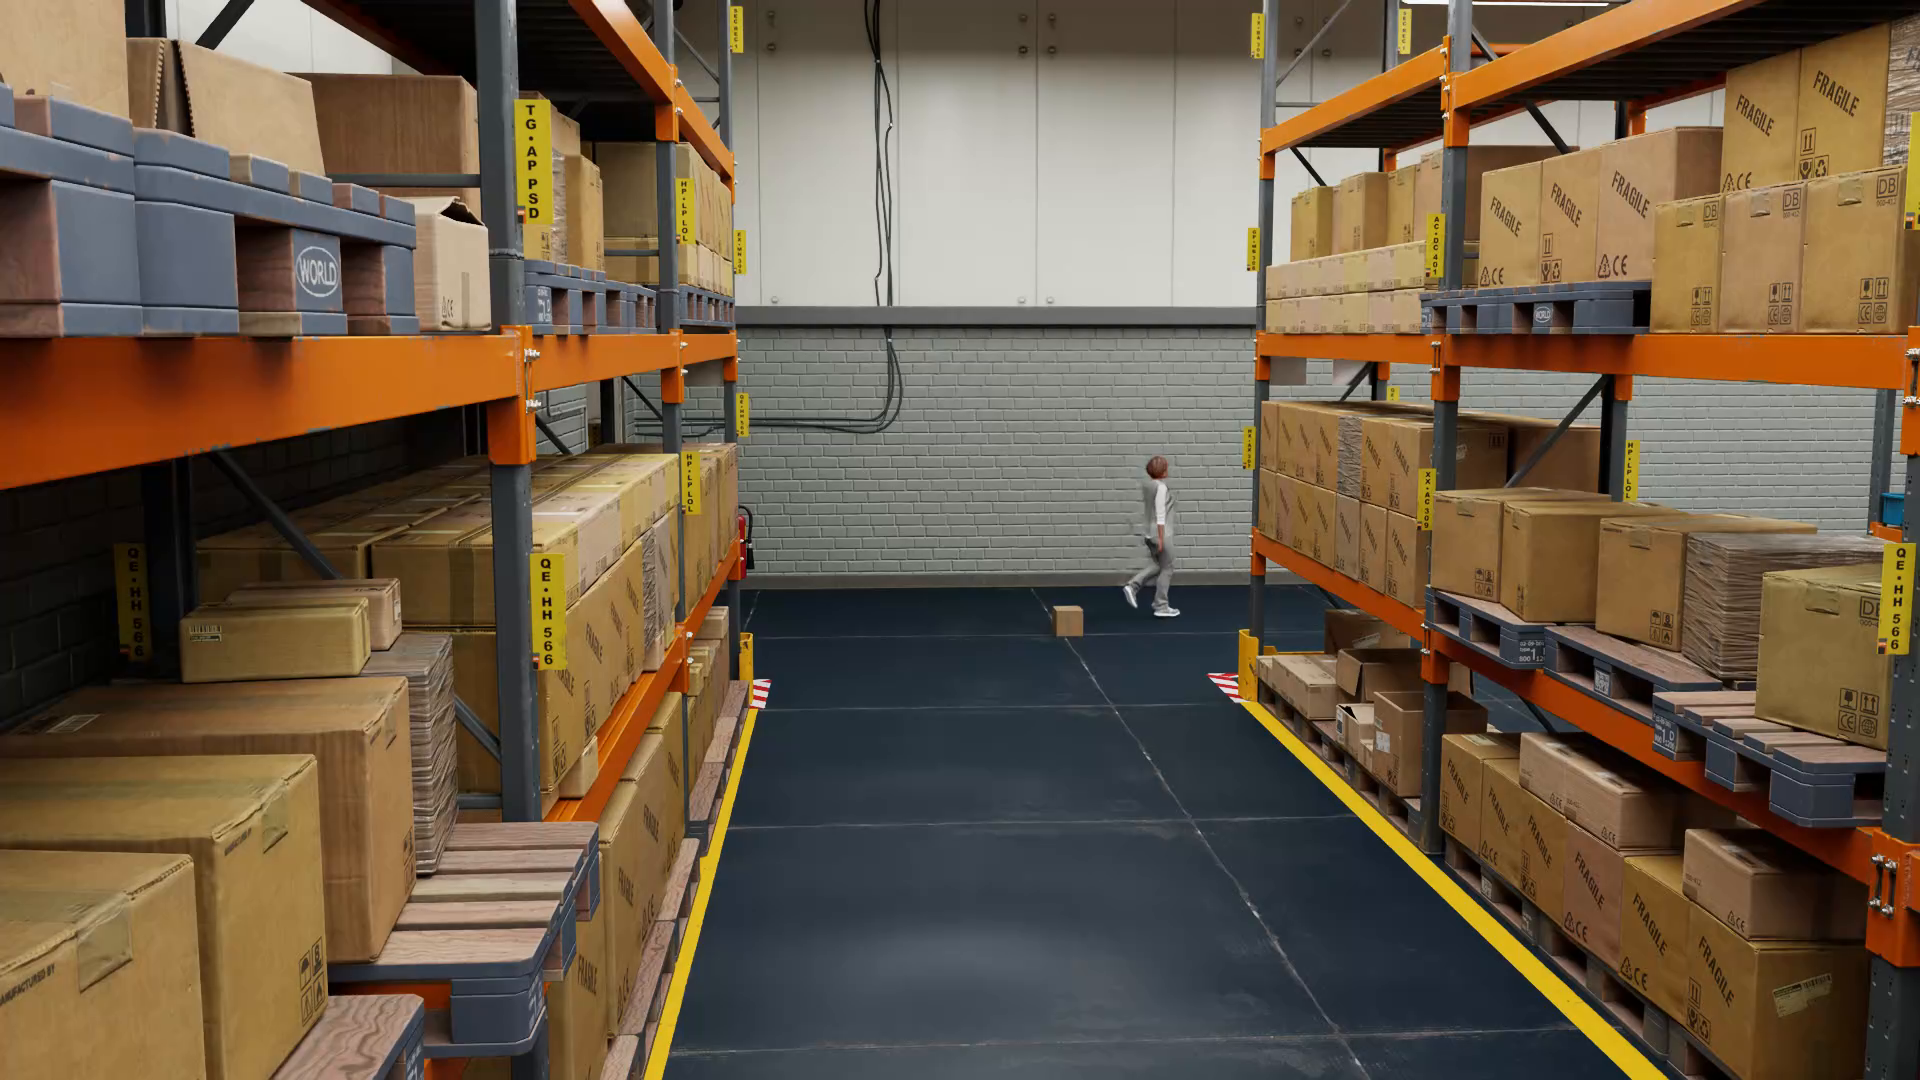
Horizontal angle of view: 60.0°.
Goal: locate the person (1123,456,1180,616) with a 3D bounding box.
[{"bbox_3d":[1.901,-0.027,16.374,0.557,1.579,0.422,-3,8,-21],"label":"person"}]
